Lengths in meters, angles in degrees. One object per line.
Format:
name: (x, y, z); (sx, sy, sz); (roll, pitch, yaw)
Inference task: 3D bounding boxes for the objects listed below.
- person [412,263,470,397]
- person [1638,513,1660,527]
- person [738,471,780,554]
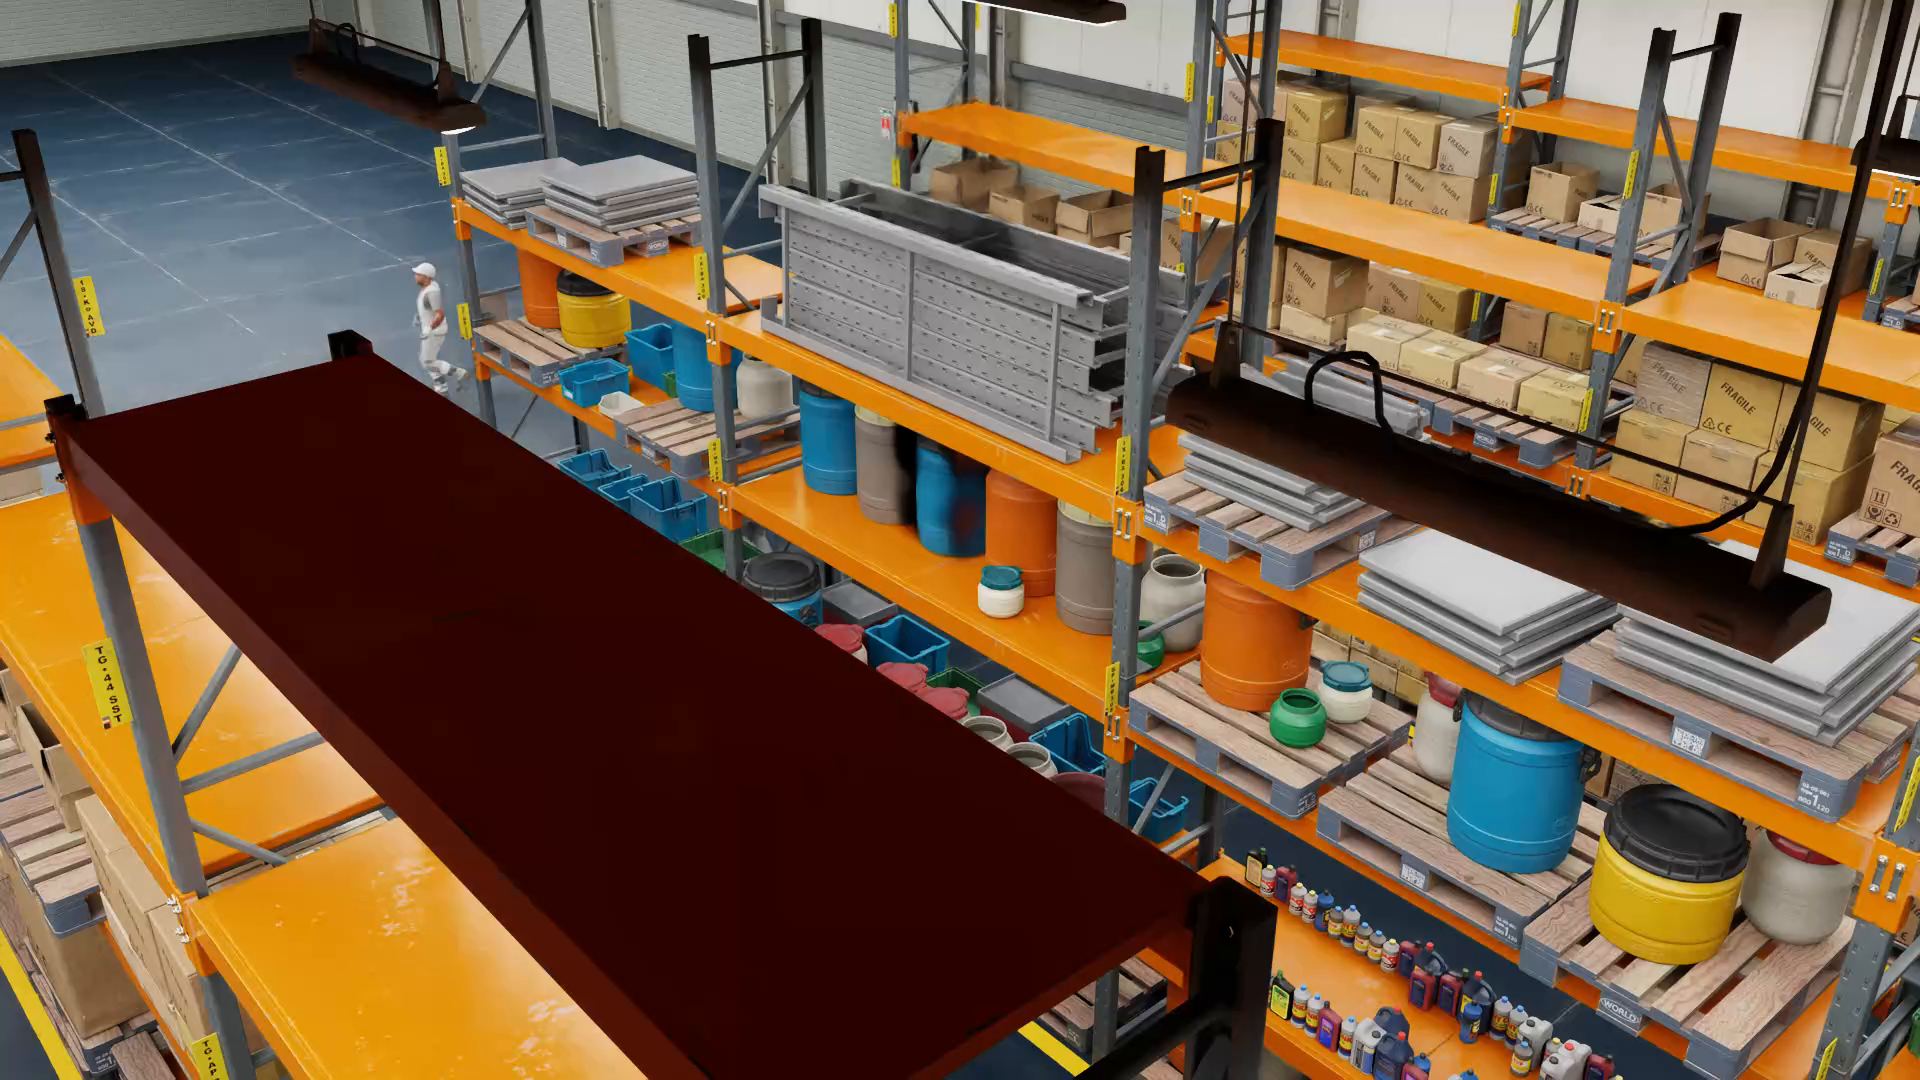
person: (-6.527, -2.627, 20.811); (0.596, 1.751, 0.666); (-9, 28, -17)
person: (6.364, 0.132, 15.480); (0.926, 1.656, 0.562); (19, 32, 32)
person: (-2.097, -0.378, 16.394); (0.733, 1.720, 0.582); (-24, 35, -38)
